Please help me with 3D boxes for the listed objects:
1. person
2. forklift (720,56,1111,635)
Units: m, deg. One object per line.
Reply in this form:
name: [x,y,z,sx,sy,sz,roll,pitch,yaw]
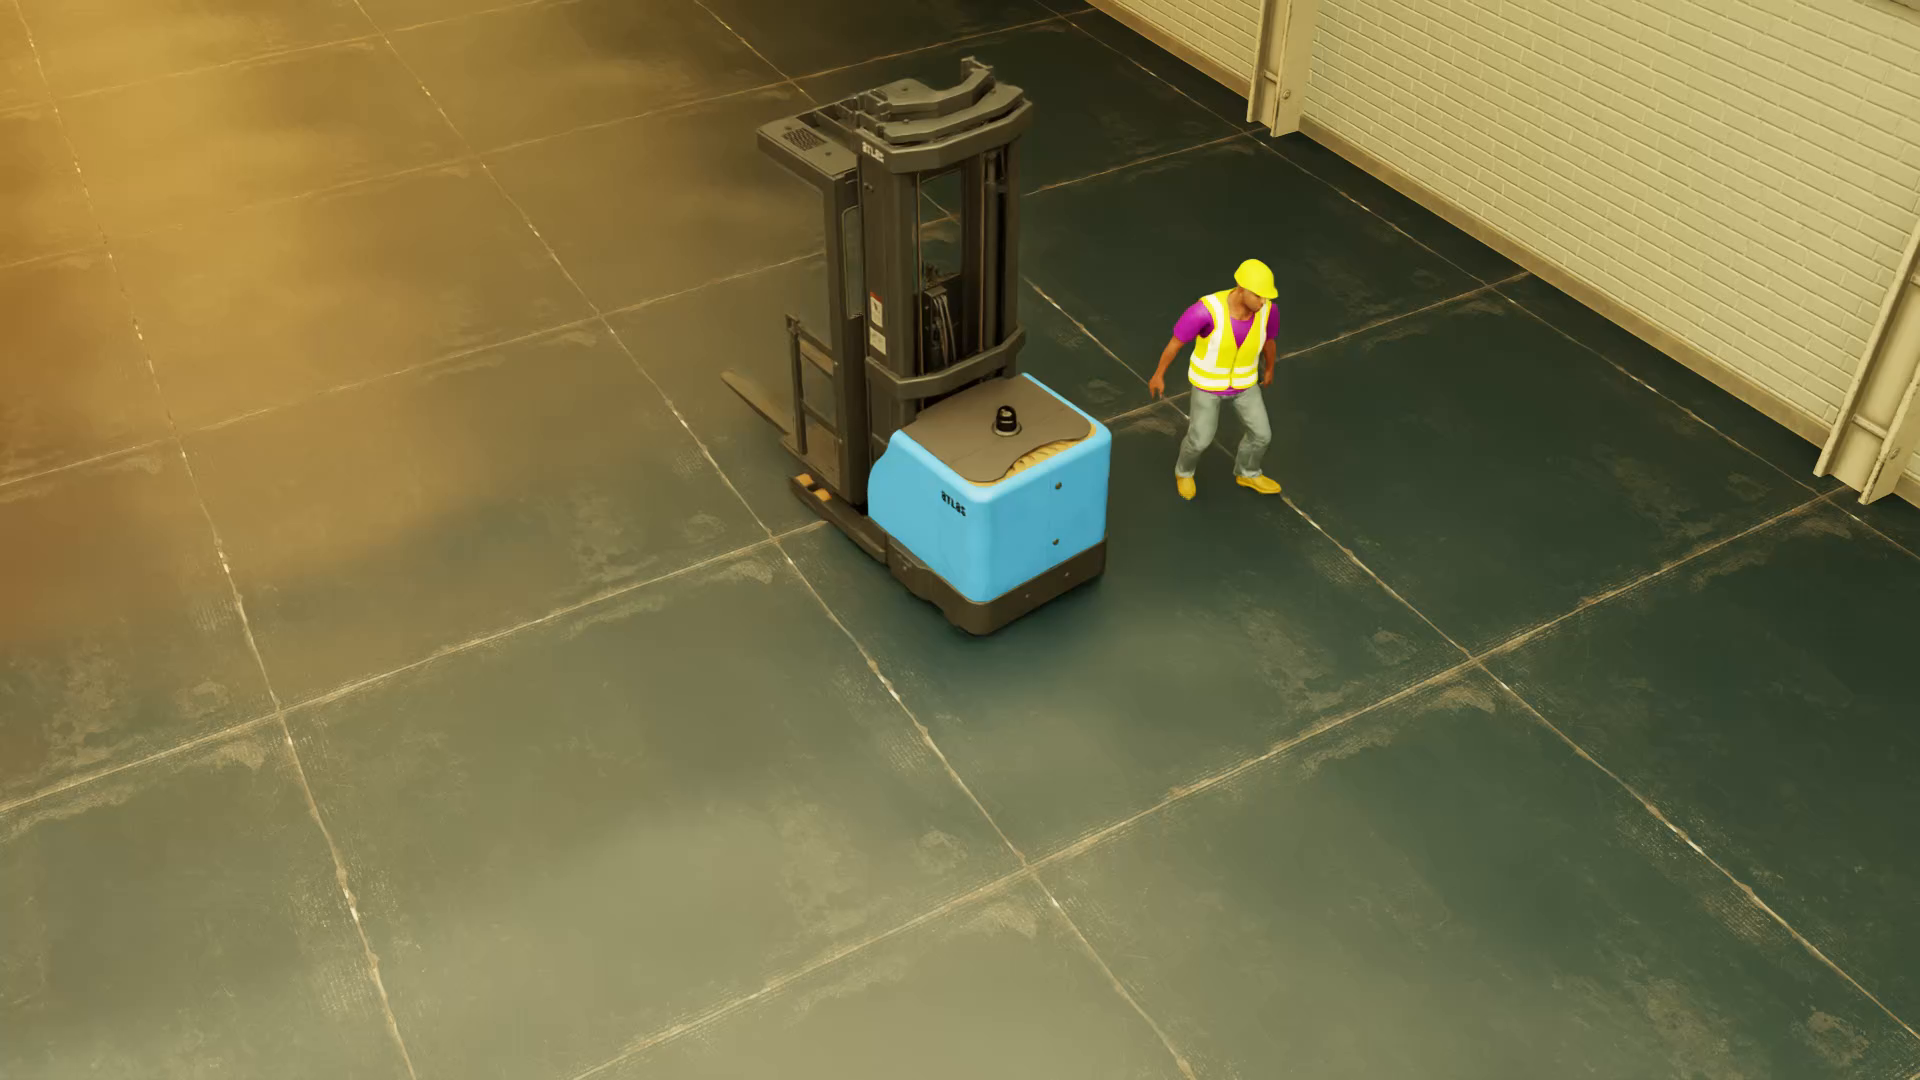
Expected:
person: [1.610,-0.970,10.174,0.884,1.733,0.473,-6,40,-8]
forklift: [-0.434,-1.464,9.801,1.130,2.935,3.031,-27,47,-29]
